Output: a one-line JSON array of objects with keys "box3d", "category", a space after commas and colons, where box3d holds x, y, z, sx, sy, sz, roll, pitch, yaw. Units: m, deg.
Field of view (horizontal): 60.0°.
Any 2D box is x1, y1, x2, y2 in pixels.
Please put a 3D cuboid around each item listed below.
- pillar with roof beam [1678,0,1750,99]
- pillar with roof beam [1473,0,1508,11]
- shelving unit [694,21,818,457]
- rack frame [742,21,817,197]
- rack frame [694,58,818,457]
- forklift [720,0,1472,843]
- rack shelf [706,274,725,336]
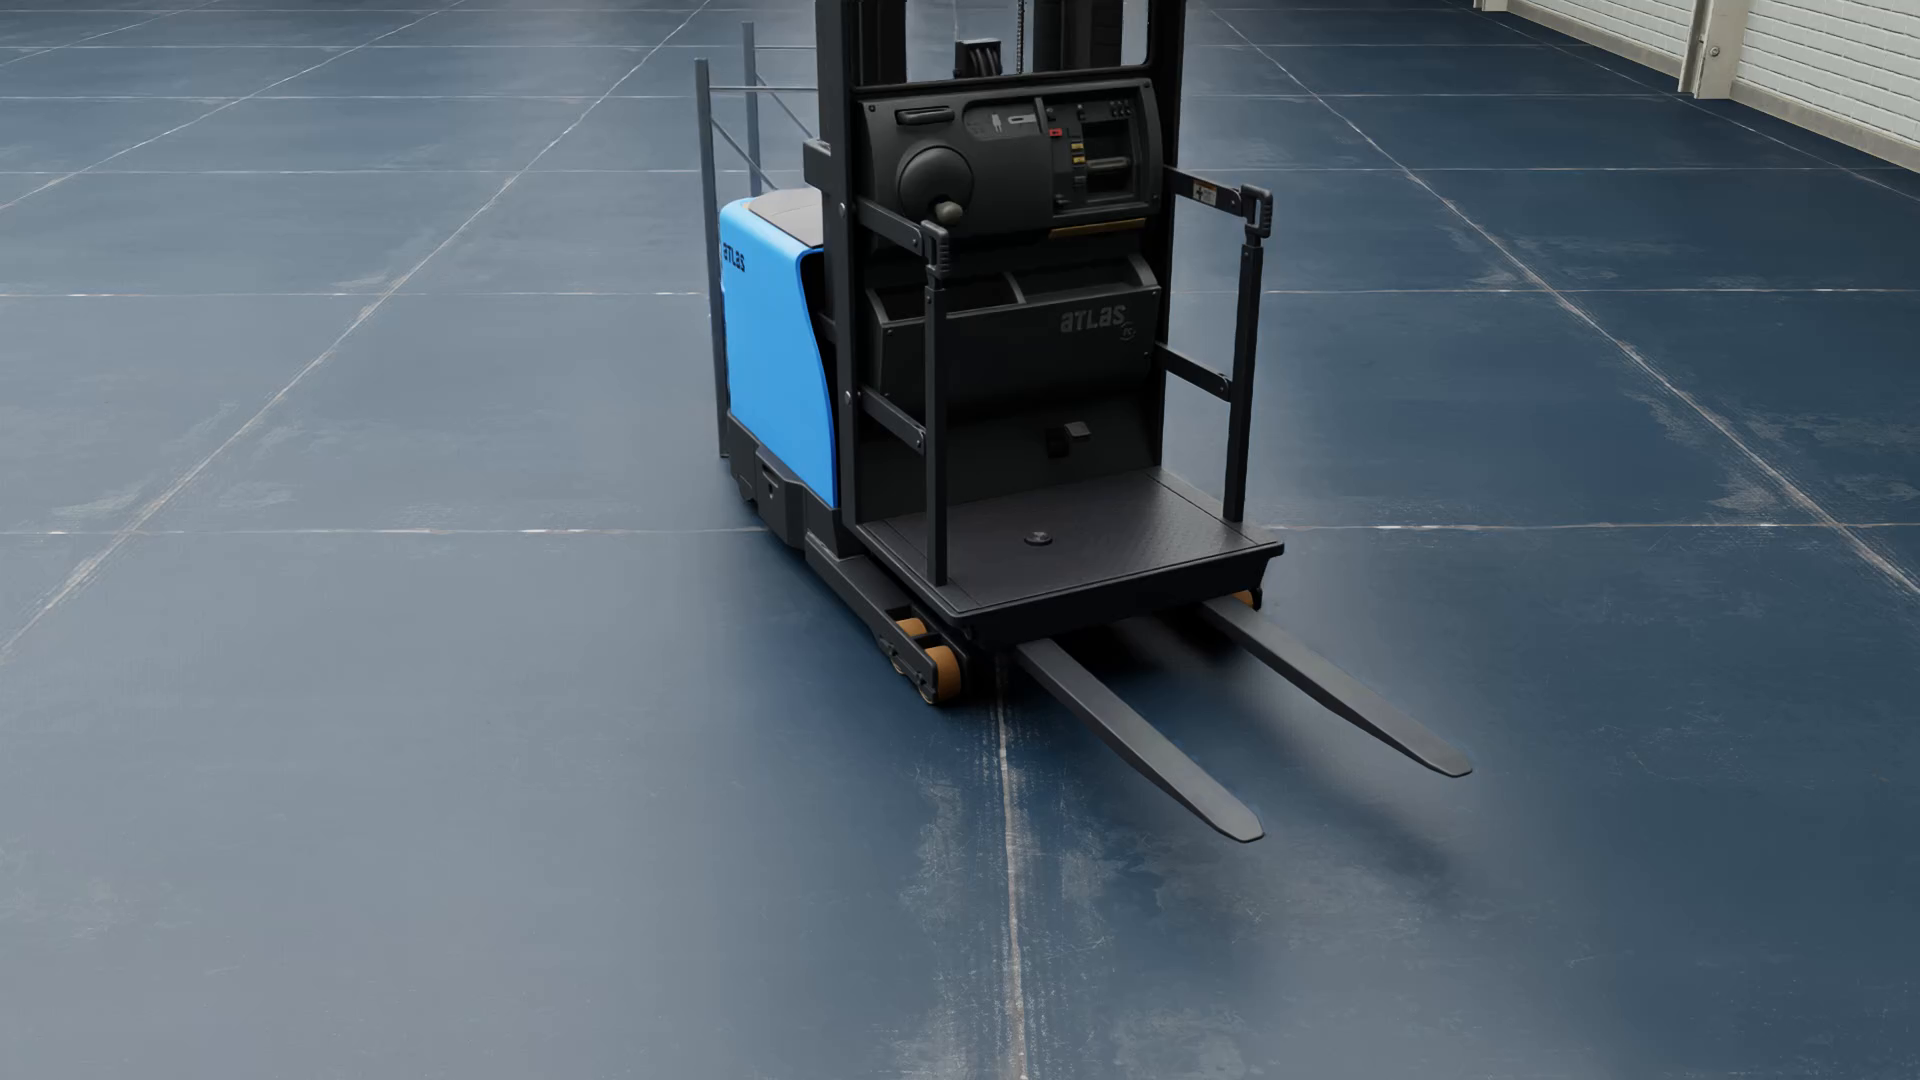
[{"box3d": [2.012, -7.858, 12.204, 9.100, 9.000, 0.400, 0, 24, -1], "category": "pillar with roof beam"}, {"box3d": [1.946, -10.330, 17.670, 9.100, 9.000, 0.400, 0, 24, -1], "category": "pillar with roof beam"}, {"box3d": [-0.661, -1.217, 6.622, 0.538, 1.500, 1.048, 1, 24, 2], "category": "shelving unit"}, {"box3d": [-0.639, -1.427, 7.084, 0.500, 1.500, 0.032, 1, 24, 2], "category": "rack frame"}, {"box3d": [-0.684, -1.008, 6.159, 0.500, 1.500, 0.032, 1, 24, 2], "category": "rack frame"}, {"box3d": [0.261, -1.077, 4.575, 1.130, 2.935, 3.031, -12, 27, -24], "category": "forklift"}, {"box3d": [-0.661, -1.053, 6.696, 0.538, 0.185, 1.000, 1, 24, 2], "category": "rack shelf"}]
